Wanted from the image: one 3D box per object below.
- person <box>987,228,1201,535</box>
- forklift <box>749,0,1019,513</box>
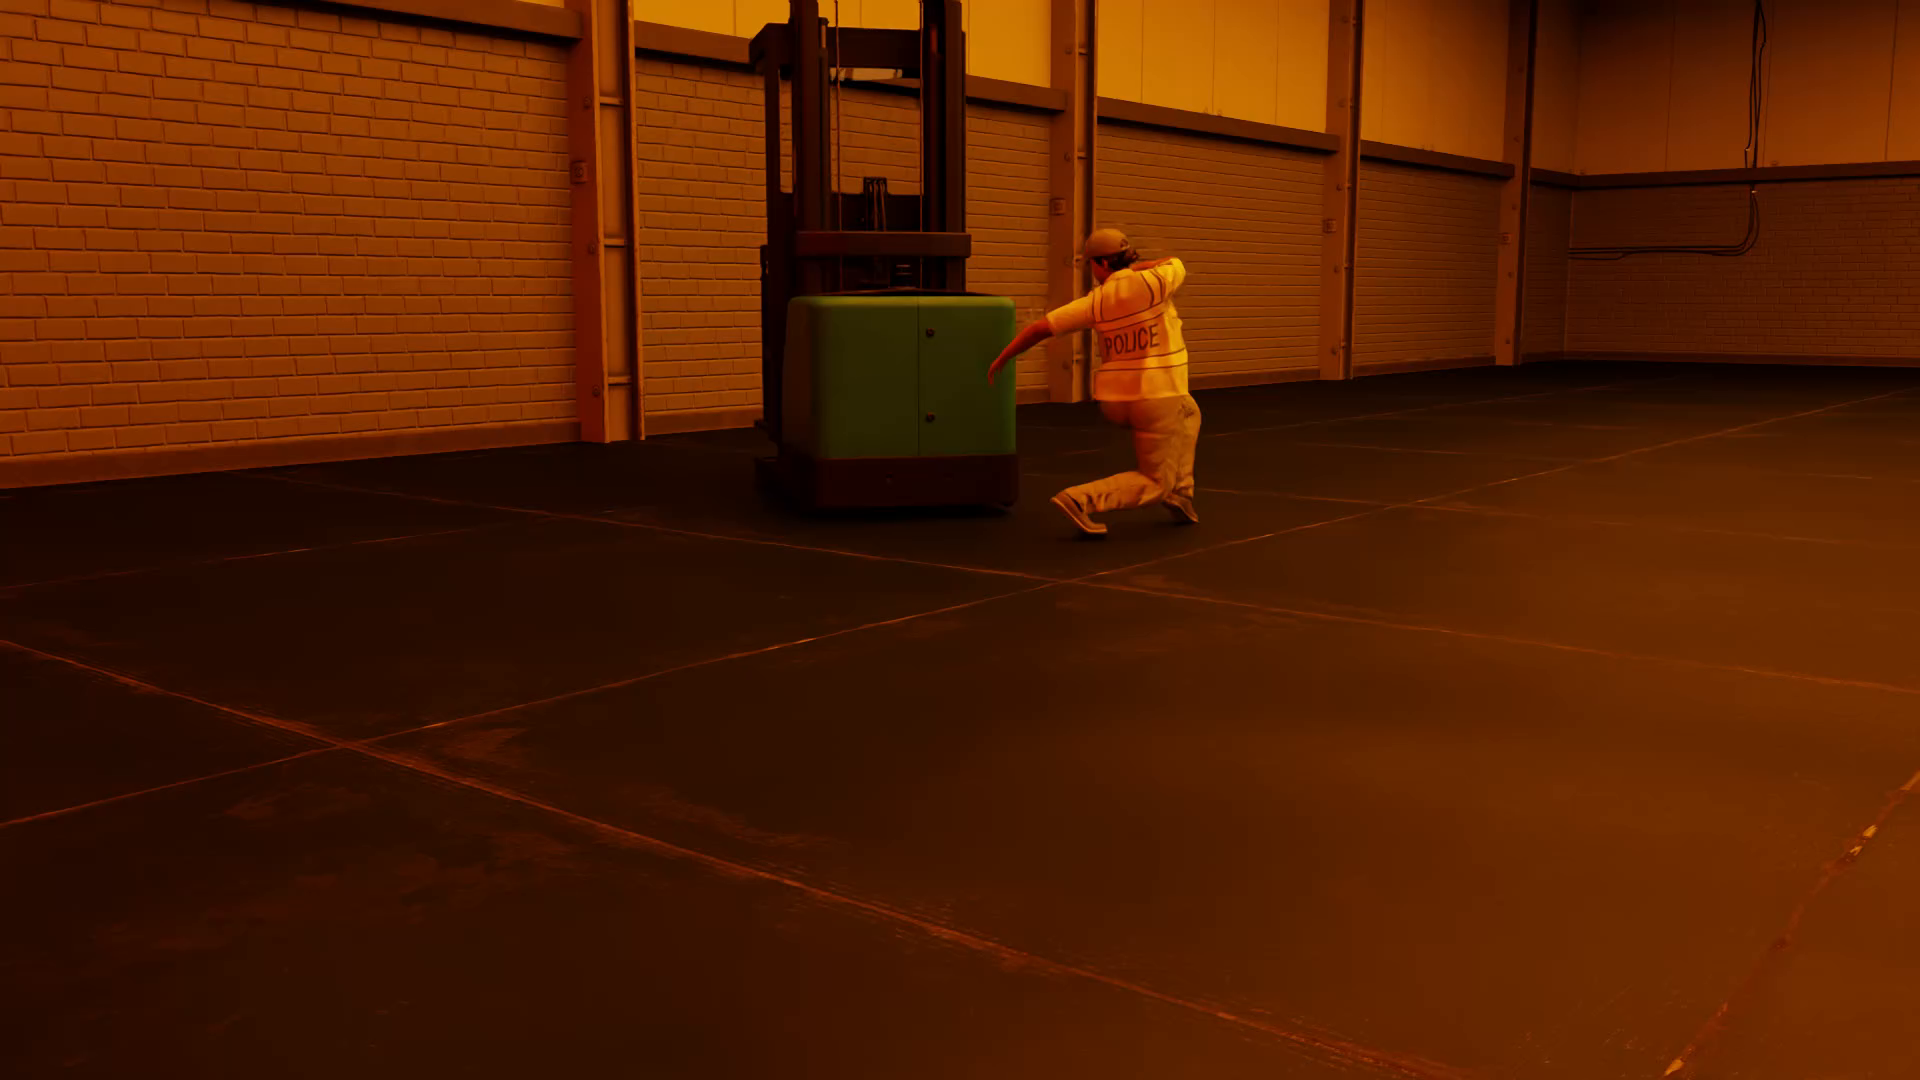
[{"bbox_3d":[0.677,-0.732,7.694,0.852,1.387,0.950,8,11,42],"label":"person"},{"bbox_3d":[-0.568,-1.758,9.293,1.130,2.935,3.031,-2,9,-14],"label":"forklift"}]
